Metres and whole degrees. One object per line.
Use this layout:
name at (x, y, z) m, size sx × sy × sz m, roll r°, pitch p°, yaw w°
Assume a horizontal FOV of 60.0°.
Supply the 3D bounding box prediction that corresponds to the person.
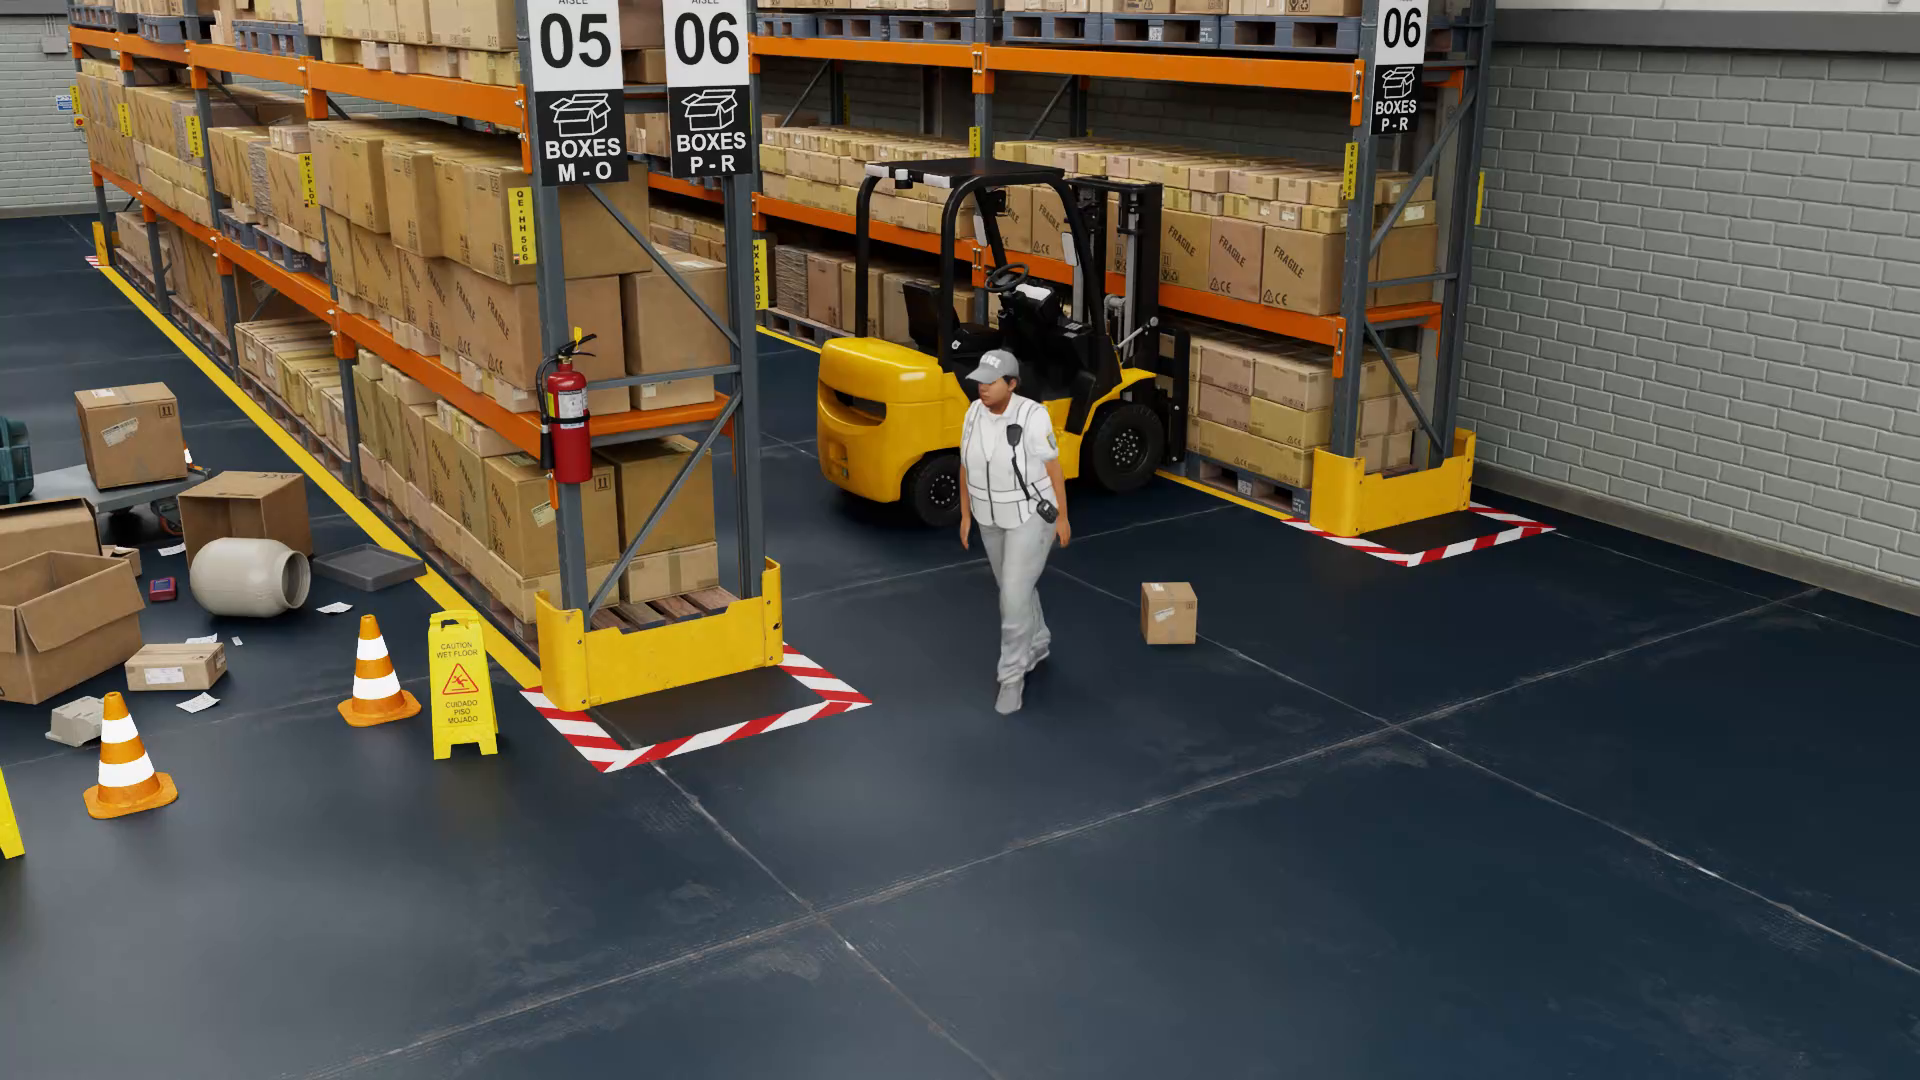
person at (0.237, -0.078, 7.850) m, size 0.507 × 1.692 × 0.661 m, roll 14°, pitch 23°, yaw 36°
